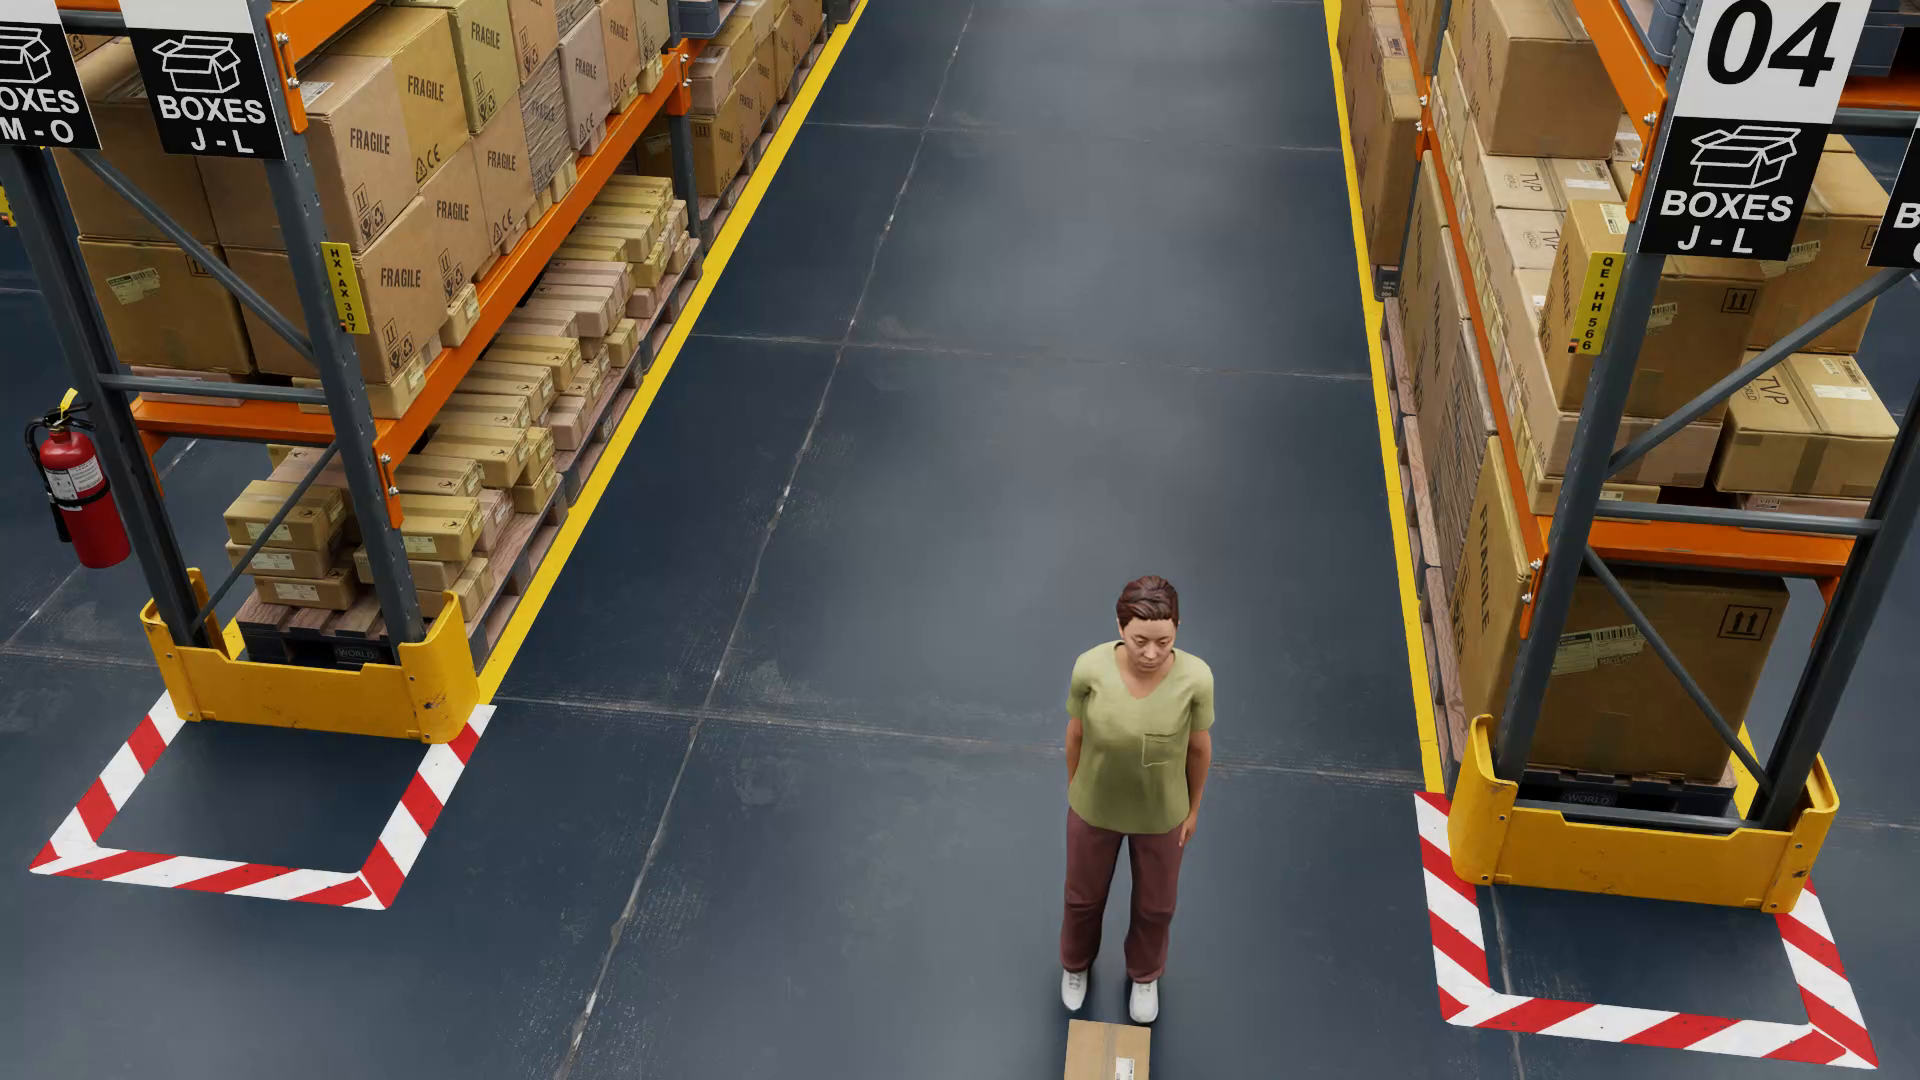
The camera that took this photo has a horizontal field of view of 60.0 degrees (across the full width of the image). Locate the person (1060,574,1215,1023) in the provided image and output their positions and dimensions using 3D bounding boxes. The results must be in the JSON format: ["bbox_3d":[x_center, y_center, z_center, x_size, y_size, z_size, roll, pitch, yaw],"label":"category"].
[{"bbox_3d":[0.524,0.816,5.074,0.440,1.701,0.362,5,37,7],"label":"person"}]
